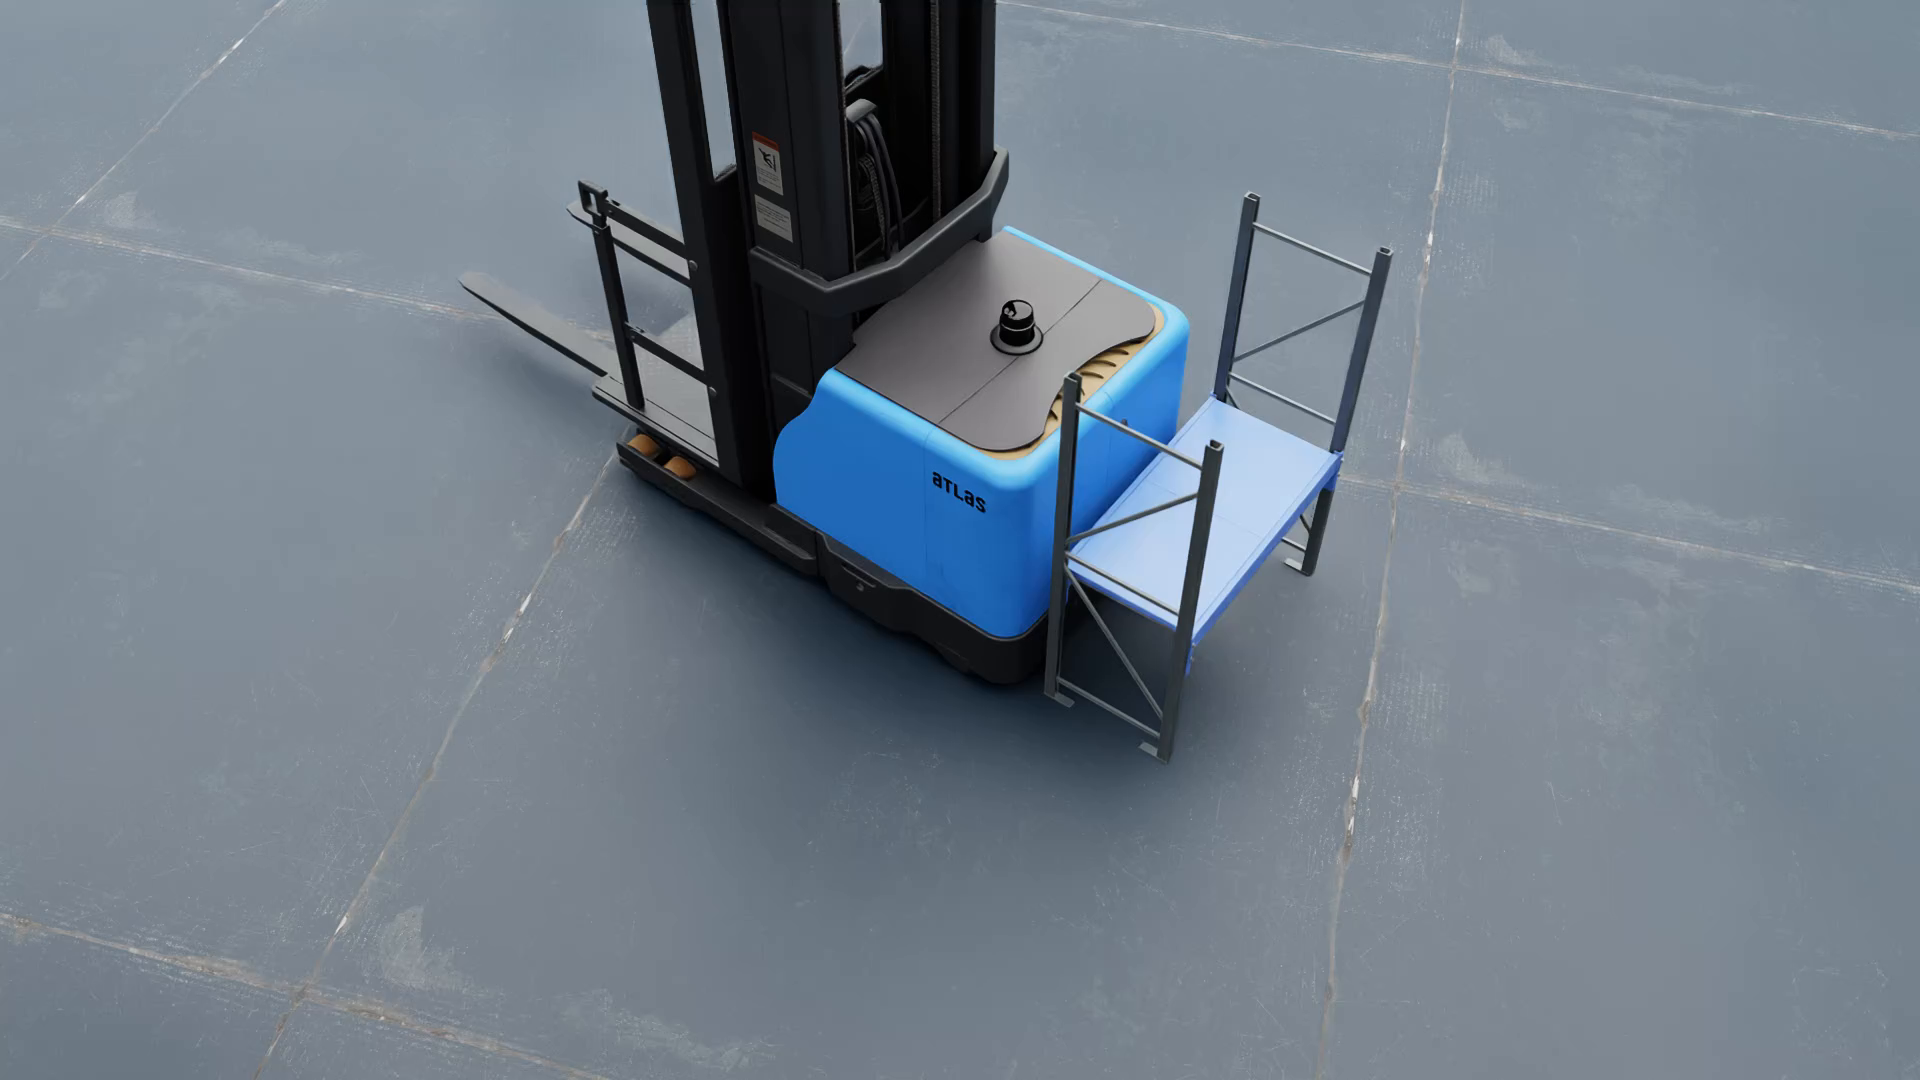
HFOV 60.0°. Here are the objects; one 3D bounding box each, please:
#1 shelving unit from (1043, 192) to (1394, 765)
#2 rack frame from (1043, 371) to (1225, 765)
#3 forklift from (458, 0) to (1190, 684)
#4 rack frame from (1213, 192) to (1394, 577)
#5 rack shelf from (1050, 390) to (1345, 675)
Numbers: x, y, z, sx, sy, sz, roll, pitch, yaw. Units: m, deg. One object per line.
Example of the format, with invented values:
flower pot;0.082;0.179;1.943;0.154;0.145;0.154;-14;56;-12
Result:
shelving unit;0.800;-0.170;5.399;0.538;1.500;1.048;29;54;23
rack frame;0.502;0.139;5.127;0.500;1.500;0.032;29;54;23
forklift;-0.695;-1.406;5.536;3.031;2.935;1.130;31;55;24
rack frame;1.099;-0.478;5.671;0.500;1.500;0.032;29;54;23
rack shelf;0.800;-0.051;5.534;0.538;0.185;1.000;29;54;23
